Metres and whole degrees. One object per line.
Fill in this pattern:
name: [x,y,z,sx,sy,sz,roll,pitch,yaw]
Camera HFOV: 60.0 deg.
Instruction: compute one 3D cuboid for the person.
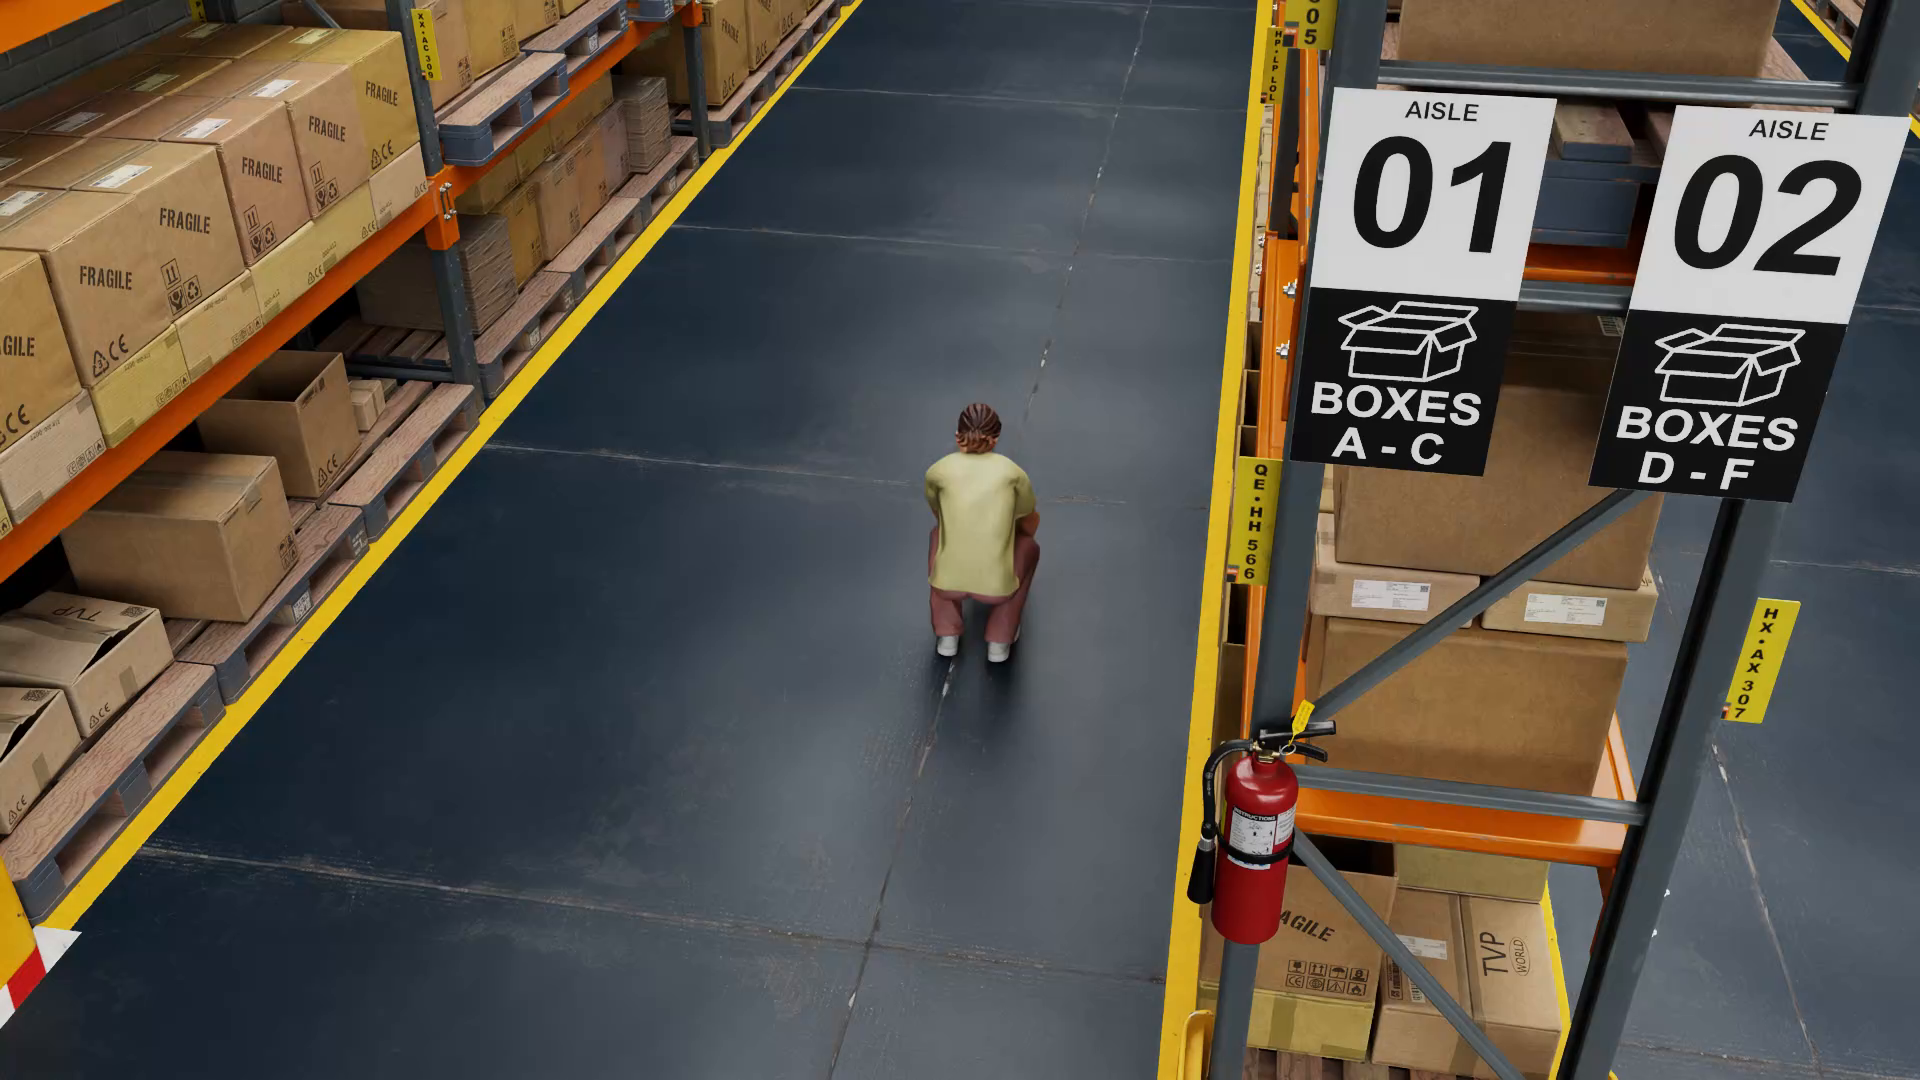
person: [0.077,-0.036,6.895,0.488,0.929,0.804,6,33,9]
